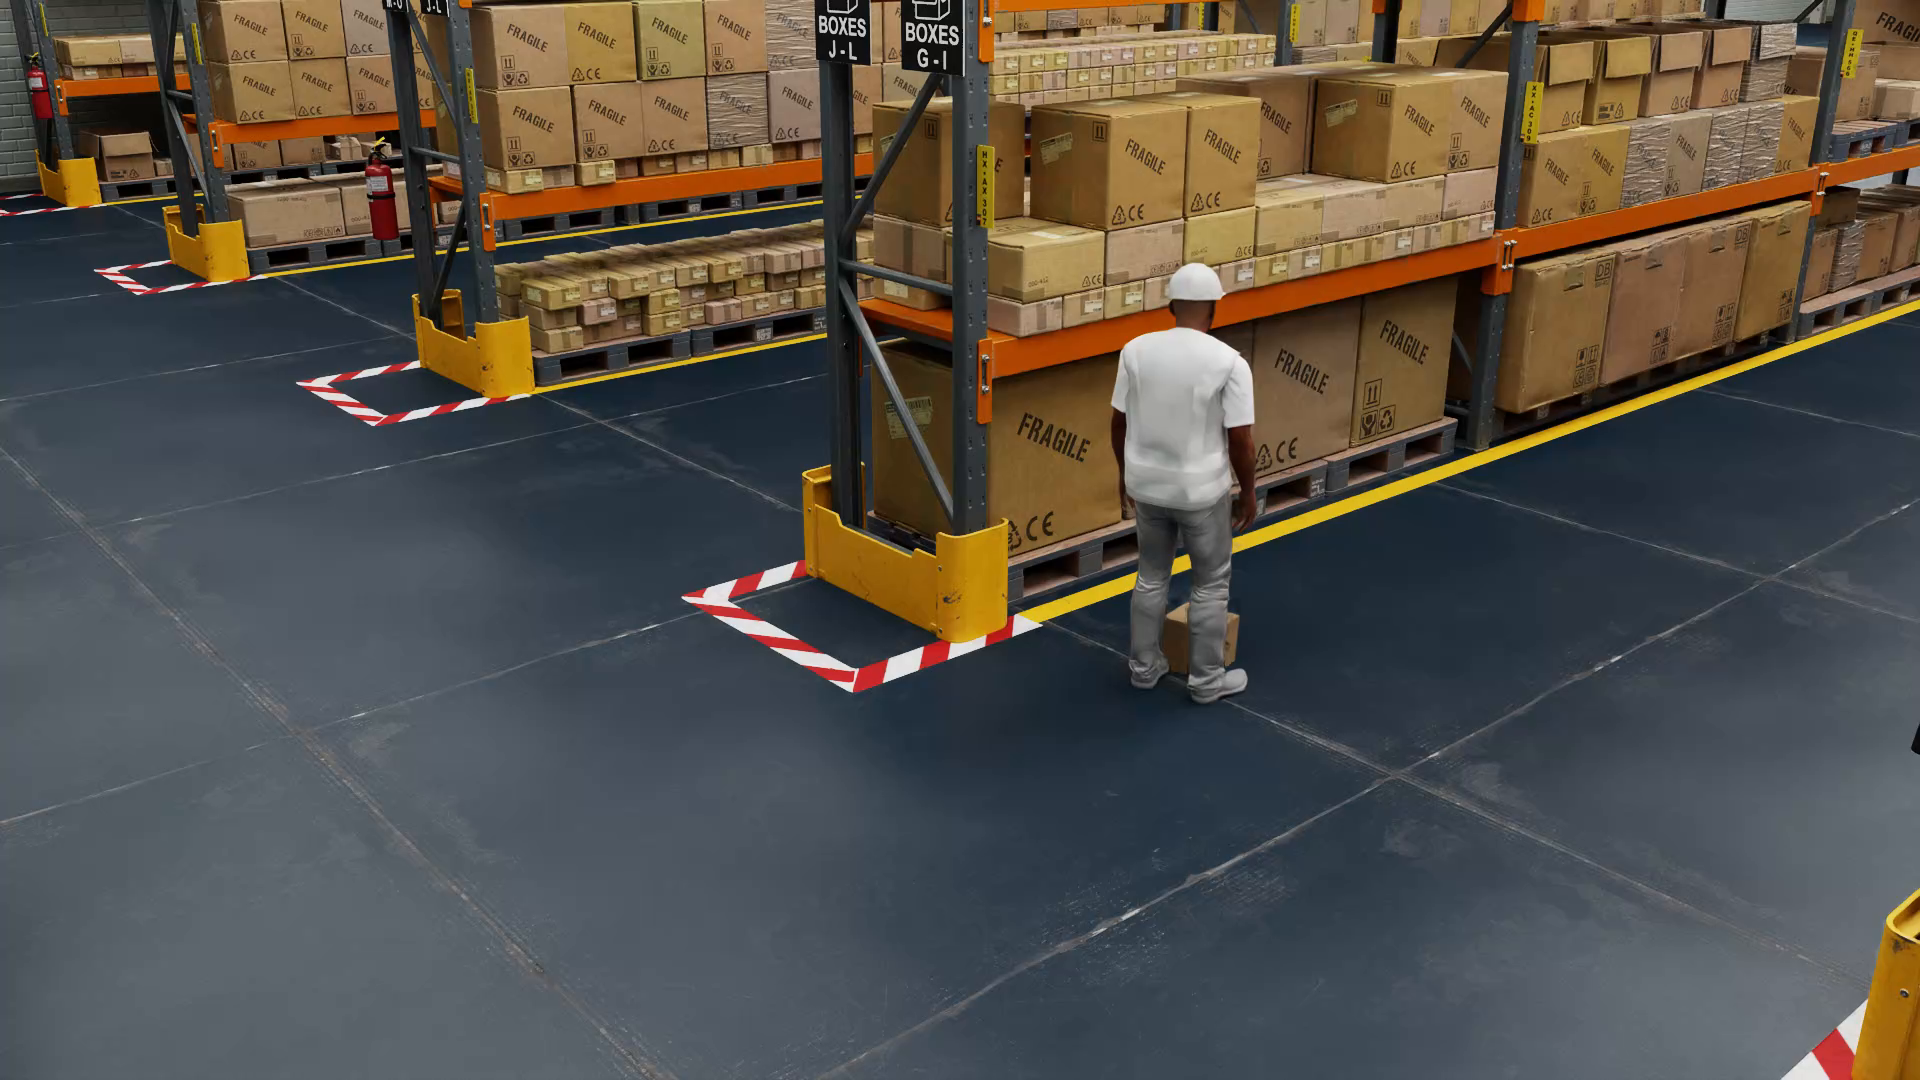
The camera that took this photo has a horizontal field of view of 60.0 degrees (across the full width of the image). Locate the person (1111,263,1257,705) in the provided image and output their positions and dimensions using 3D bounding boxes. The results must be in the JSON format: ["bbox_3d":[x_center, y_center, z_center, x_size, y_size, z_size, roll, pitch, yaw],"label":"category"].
[{"bbox_3d":[0.890,-0.216,6.627,0.609,1.758,0.452,13,24,30],"label":"person"}]
